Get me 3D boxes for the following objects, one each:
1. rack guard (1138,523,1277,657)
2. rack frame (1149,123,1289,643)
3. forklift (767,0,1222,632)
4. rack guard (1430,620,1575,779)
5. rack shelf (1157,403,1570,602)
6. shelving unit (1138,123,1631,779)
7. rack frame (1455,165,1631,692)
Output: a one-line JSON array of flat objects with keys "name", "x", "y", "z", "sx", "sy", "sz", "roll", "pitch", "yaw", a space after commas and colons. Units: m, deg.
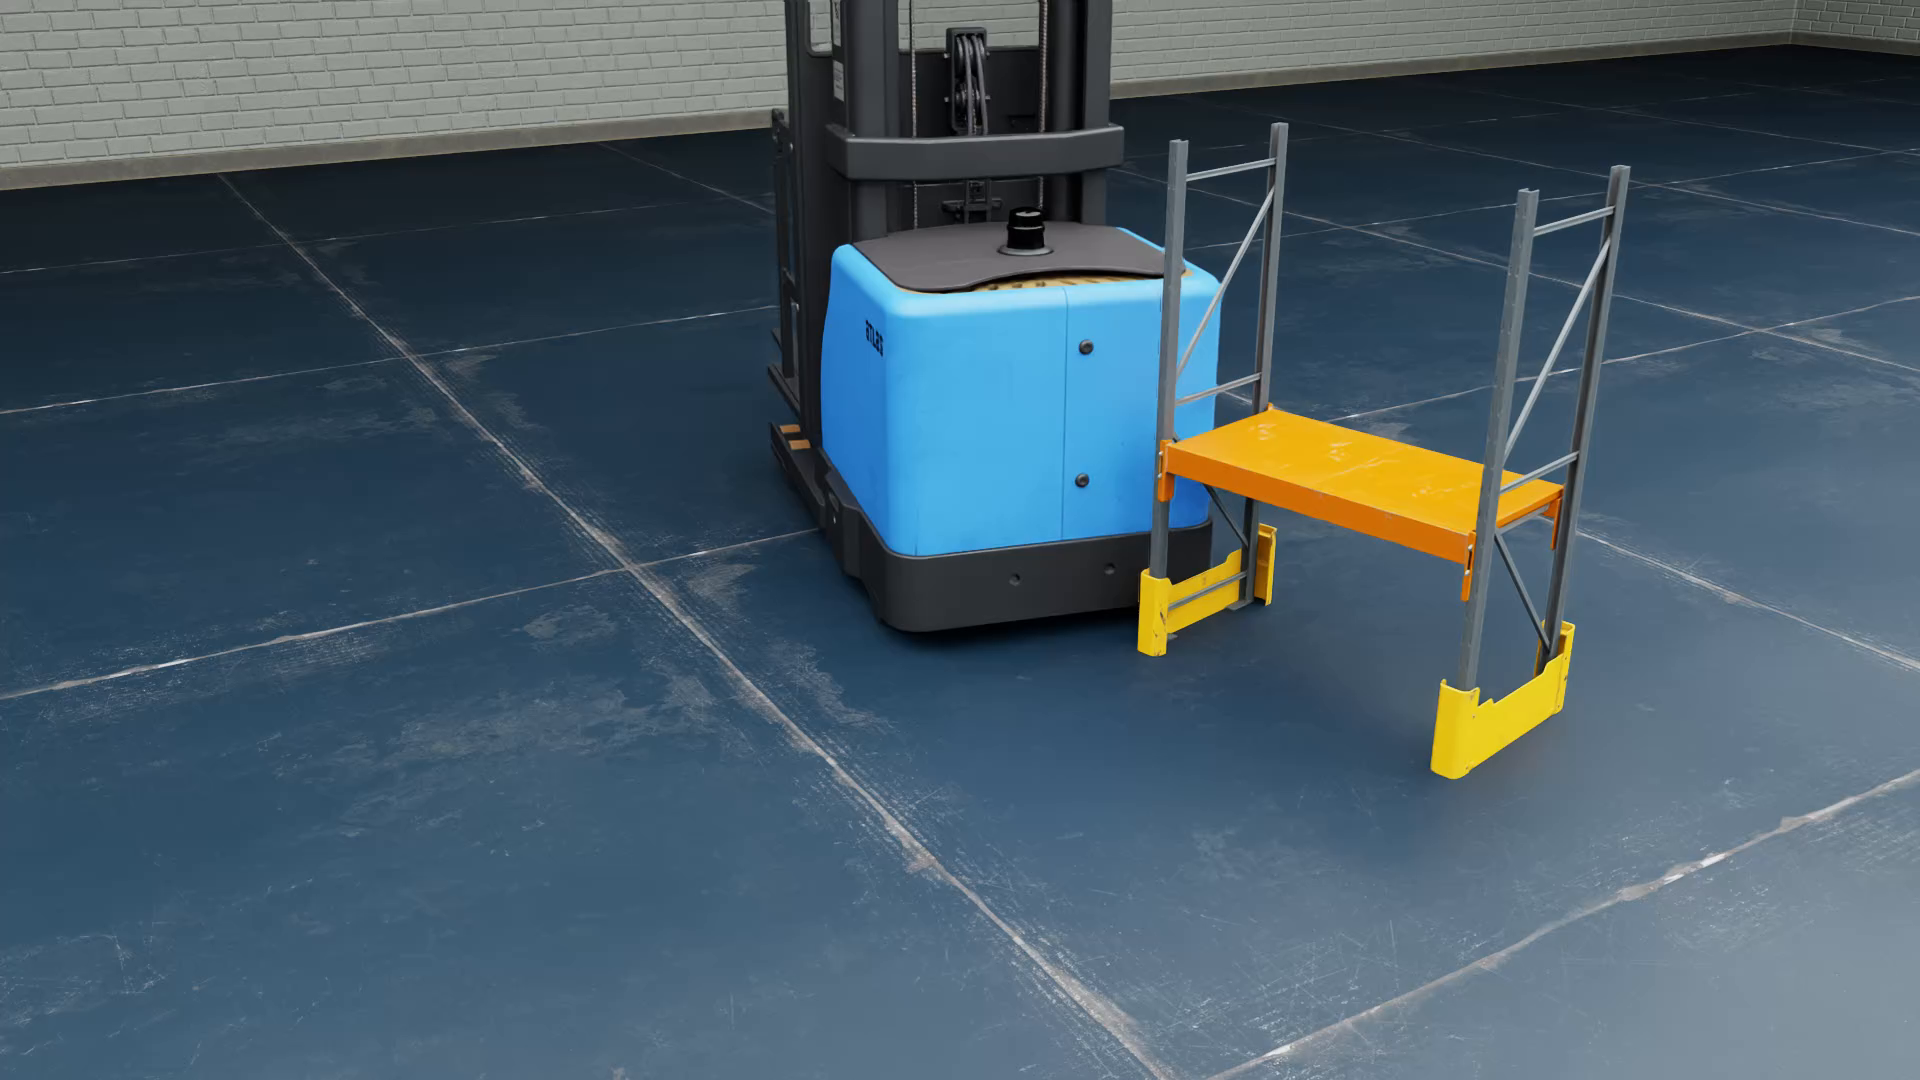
[{"name": "rack guard", "x": 0.765, "y": 0.148, "z": 5.115, "sx": 0.587, "sy": 0.250, "sz": 0.087, "roll": -20, "pitch": 29, "yaw": -40}, {"name": "rack frame", "x": 0.752, "y": -0.436, "z": 4.893, "sx": 0.500, "sy": 1.500, "sz": 0.032, "roll": -20, "pitch": 29, "yaw": -40}, {"name": "forklift", "x": -0.112, "y": -1.610, "z": 5.879, "sx": 1.130, "sy": 2.935, "sz": 3.031, "roll": -6, "pitch": 23, "yaw": -15}, {"name": "rack guard", "x": 1.458, "y": 0.417, "z": 4.452, "sx": 0.587, "sy": 0.250, "sz": 0.087, "roll": -20, "pitch": 29, "yaw": -40}, {"name": "rack shelf", "x": 1.105, "y": -0.132, "z": 4.622, "sx": 0.538, "sy": 0.185, "sz": 1.000, "roll": -20, "pitch": 29, "yaw": -40}, {"name": "shelving unit", "x": 1.112, "y": -0.296, "z": 4.549, "sx": 0.587, "sy": 1.500, "sz": 1.083, "roll": -20, "pitch": 29, "yaw": -40}, {"name": "rack frame", "x": 1.459, "y": -0.161, "z": 4.216, "sx": 0.500, "sy": 1.500, "sz": 0.032, "roll": -20, "pitch": 29, "yaw": -40}]
